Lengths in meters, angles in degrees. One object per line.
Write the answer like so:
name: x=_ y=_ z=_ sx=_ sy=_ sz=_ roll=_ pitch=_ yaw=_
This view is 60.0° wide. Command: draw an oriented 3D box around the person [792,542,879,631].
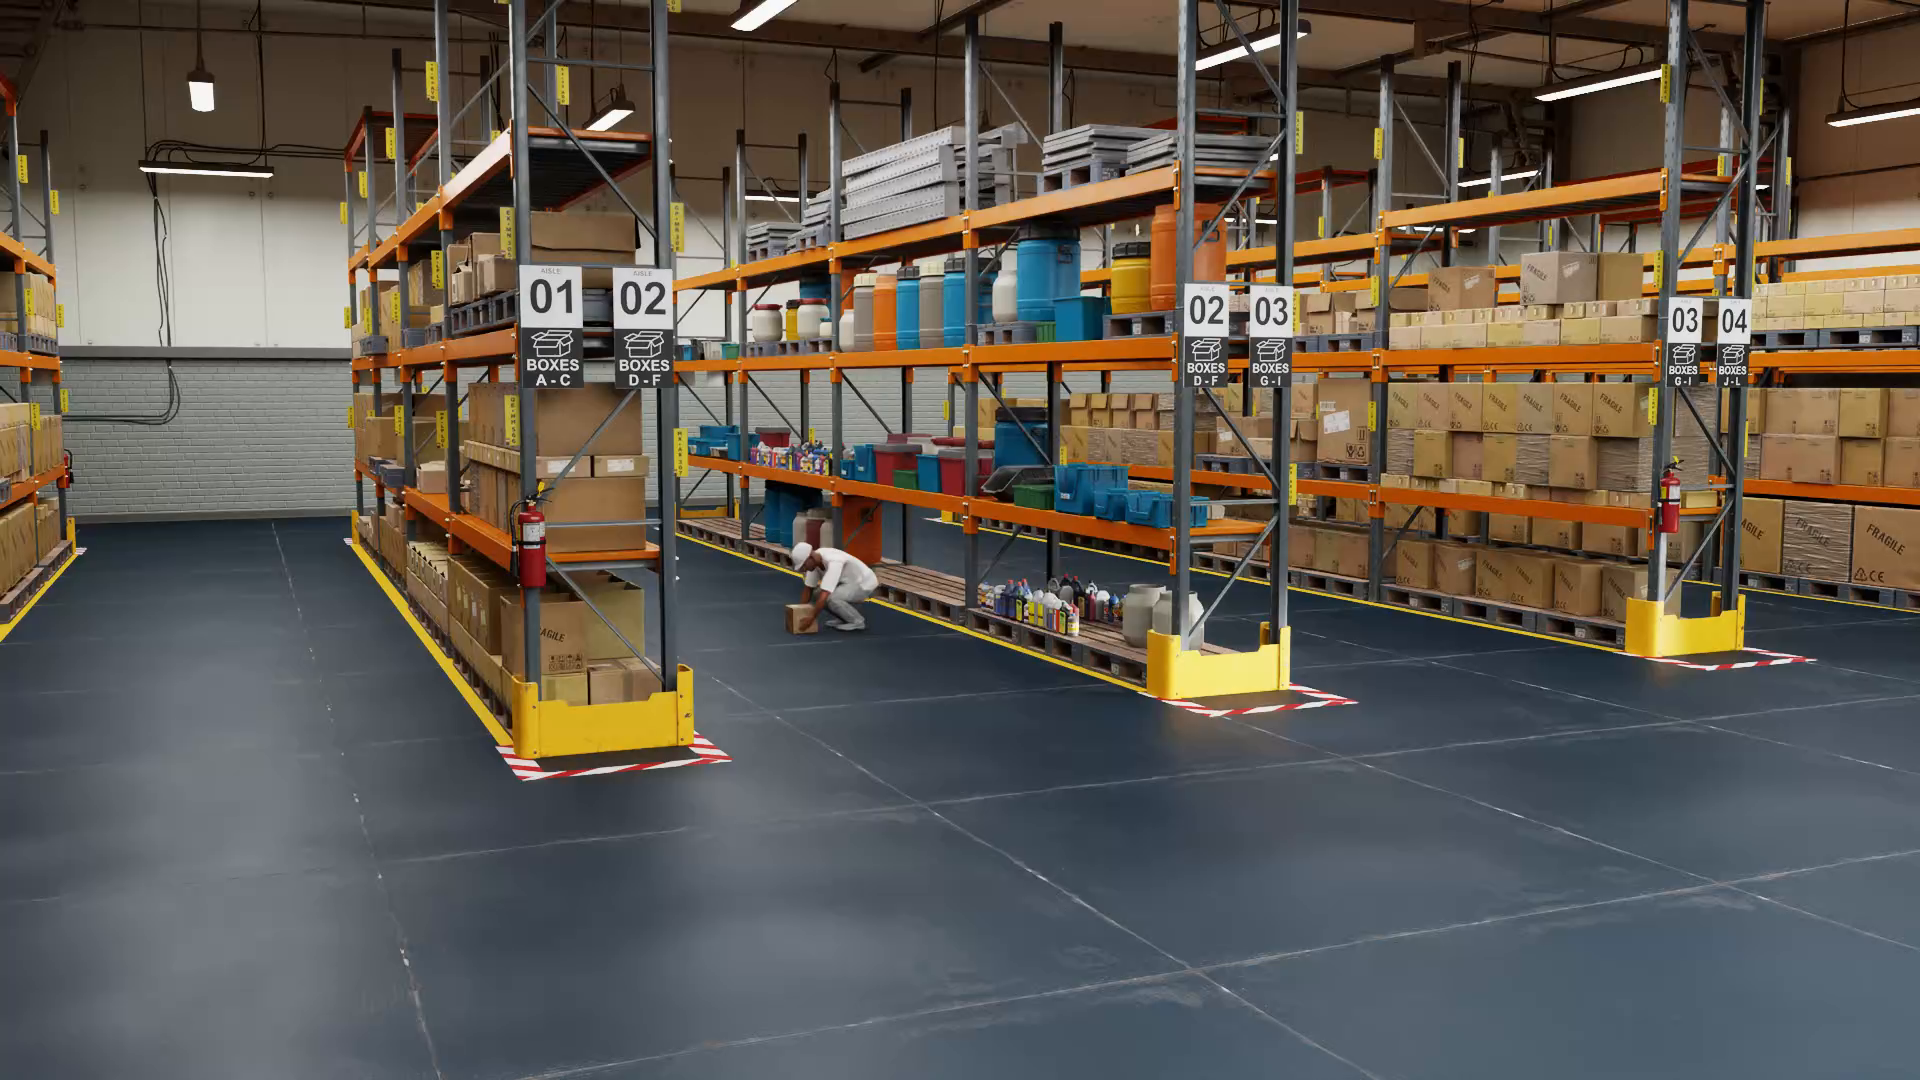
person: x=-1.250 y=0.453 z=16.523 sx=0.896 sy=0.894 sz=0.566 roll=-2 pitch=6 yaw=-24
